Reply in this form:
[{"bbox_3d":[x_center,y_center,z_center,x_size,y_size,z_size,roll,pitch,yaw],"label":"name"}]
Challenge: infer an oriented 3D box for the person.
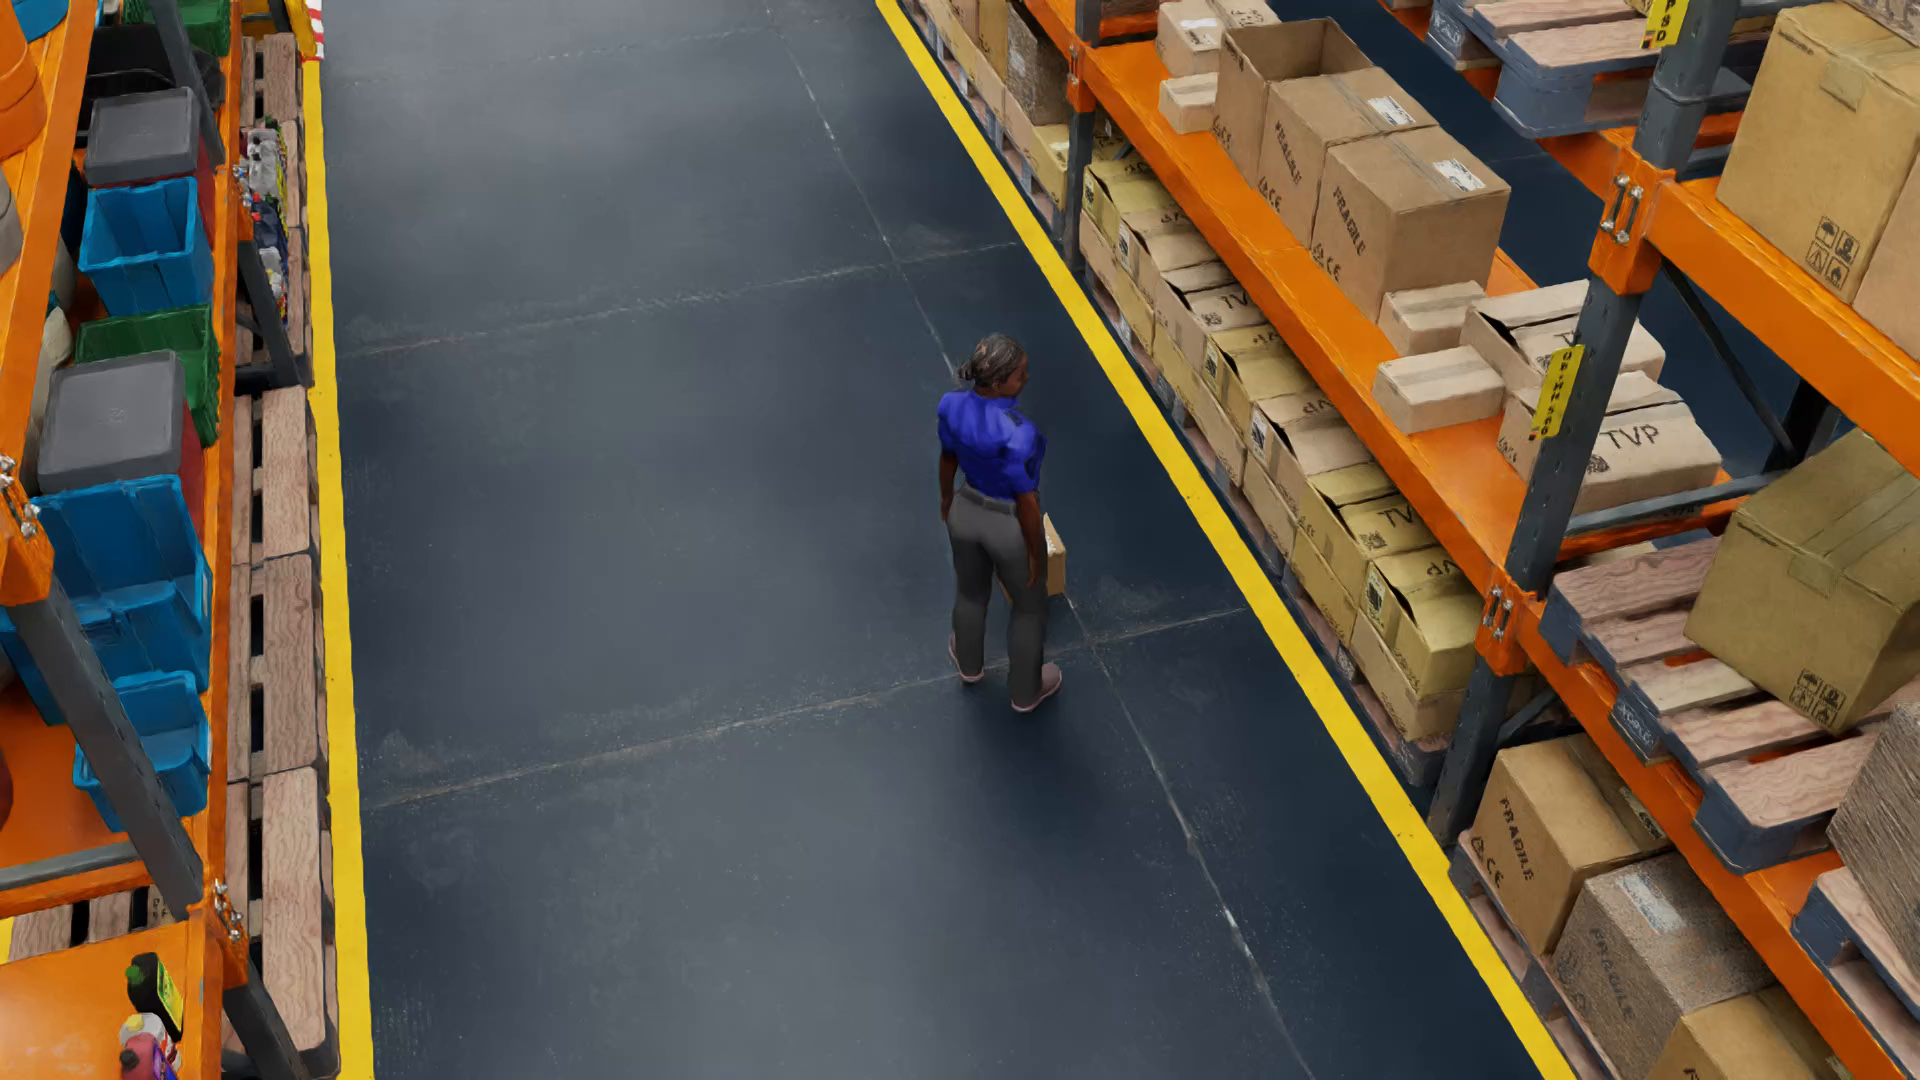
[{"bbox_3d":[0.126,-0.063,6.193,0.549,1.663,0.319,24,48,24],"label":"person"}]
